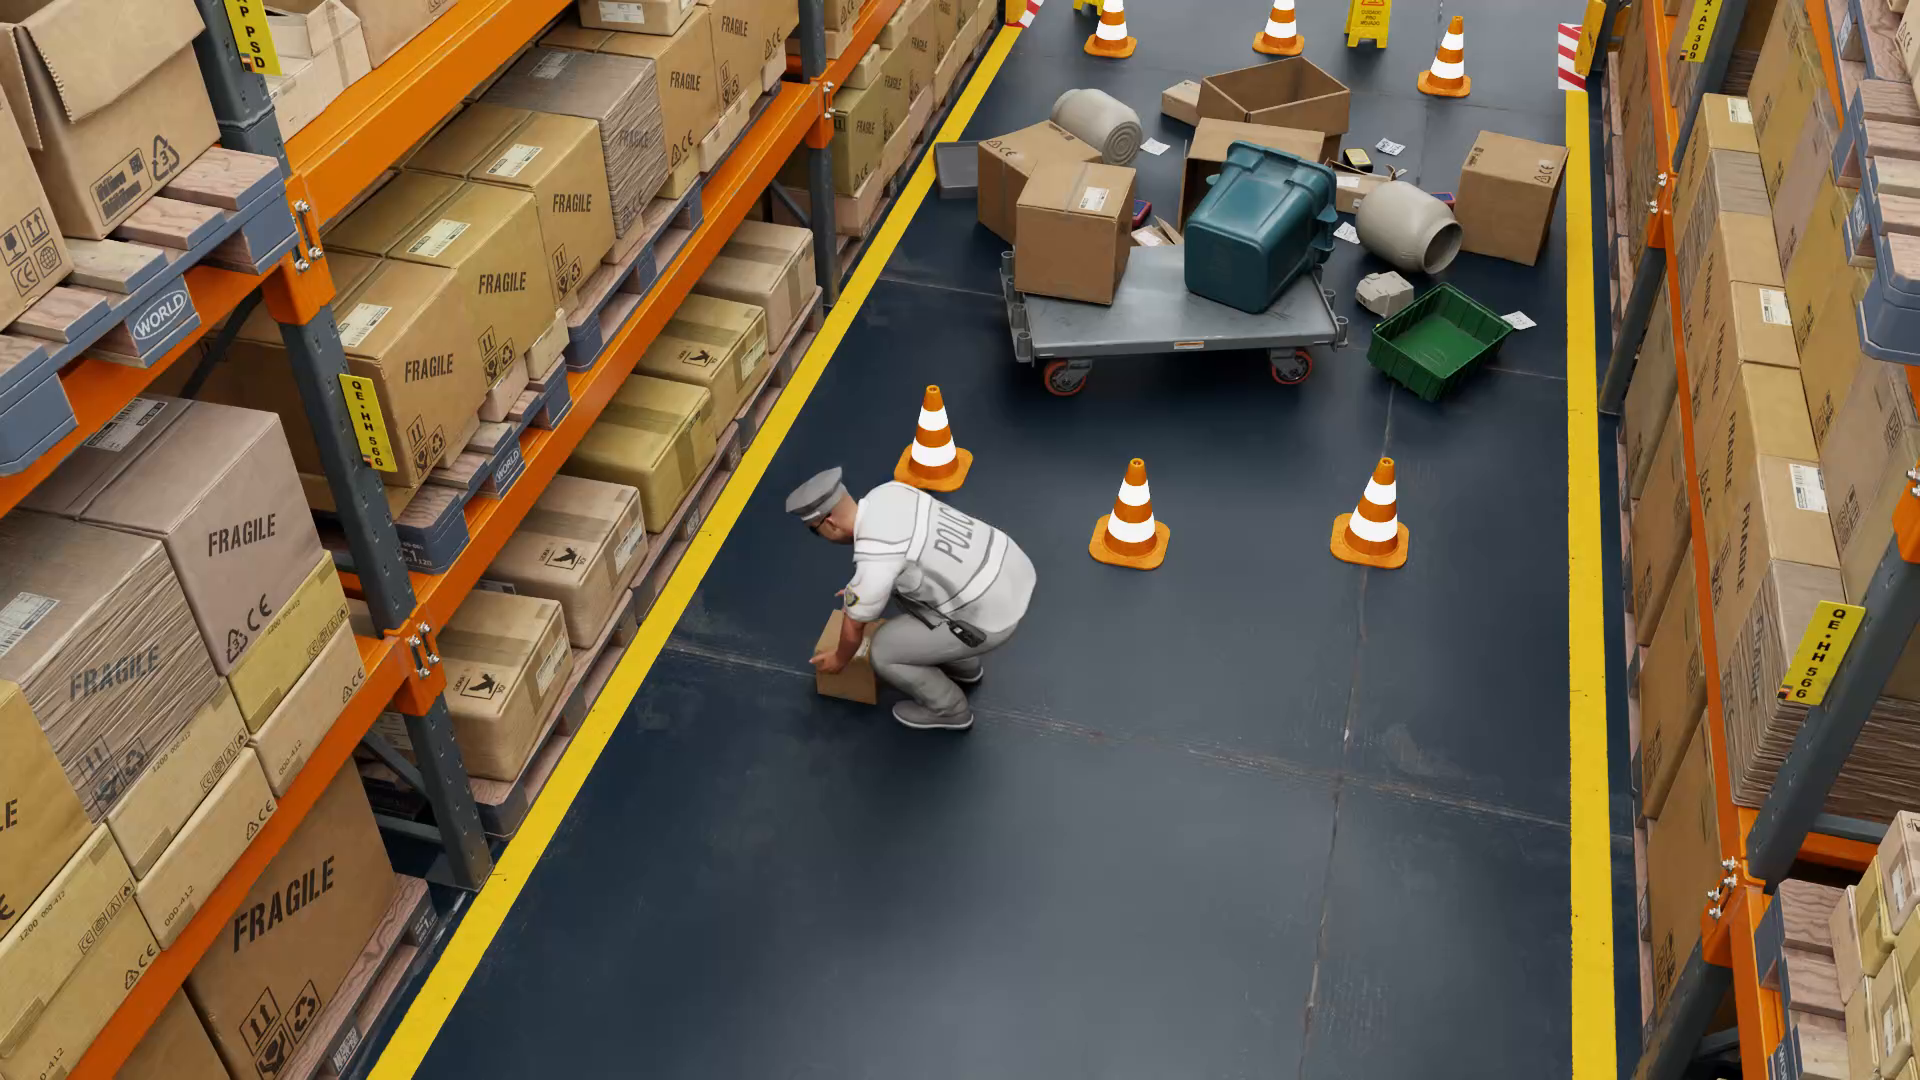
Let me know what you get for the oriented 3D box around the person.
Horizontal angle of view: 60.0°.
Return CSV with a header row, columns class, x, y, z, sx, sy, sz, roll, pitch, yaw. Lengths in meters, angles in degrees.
class,x,y,z,sx,sy,sz,roll,pitch,yaw
person,-0.189,0.221,6.399,0.928,1.100,0.568,10,42,11
